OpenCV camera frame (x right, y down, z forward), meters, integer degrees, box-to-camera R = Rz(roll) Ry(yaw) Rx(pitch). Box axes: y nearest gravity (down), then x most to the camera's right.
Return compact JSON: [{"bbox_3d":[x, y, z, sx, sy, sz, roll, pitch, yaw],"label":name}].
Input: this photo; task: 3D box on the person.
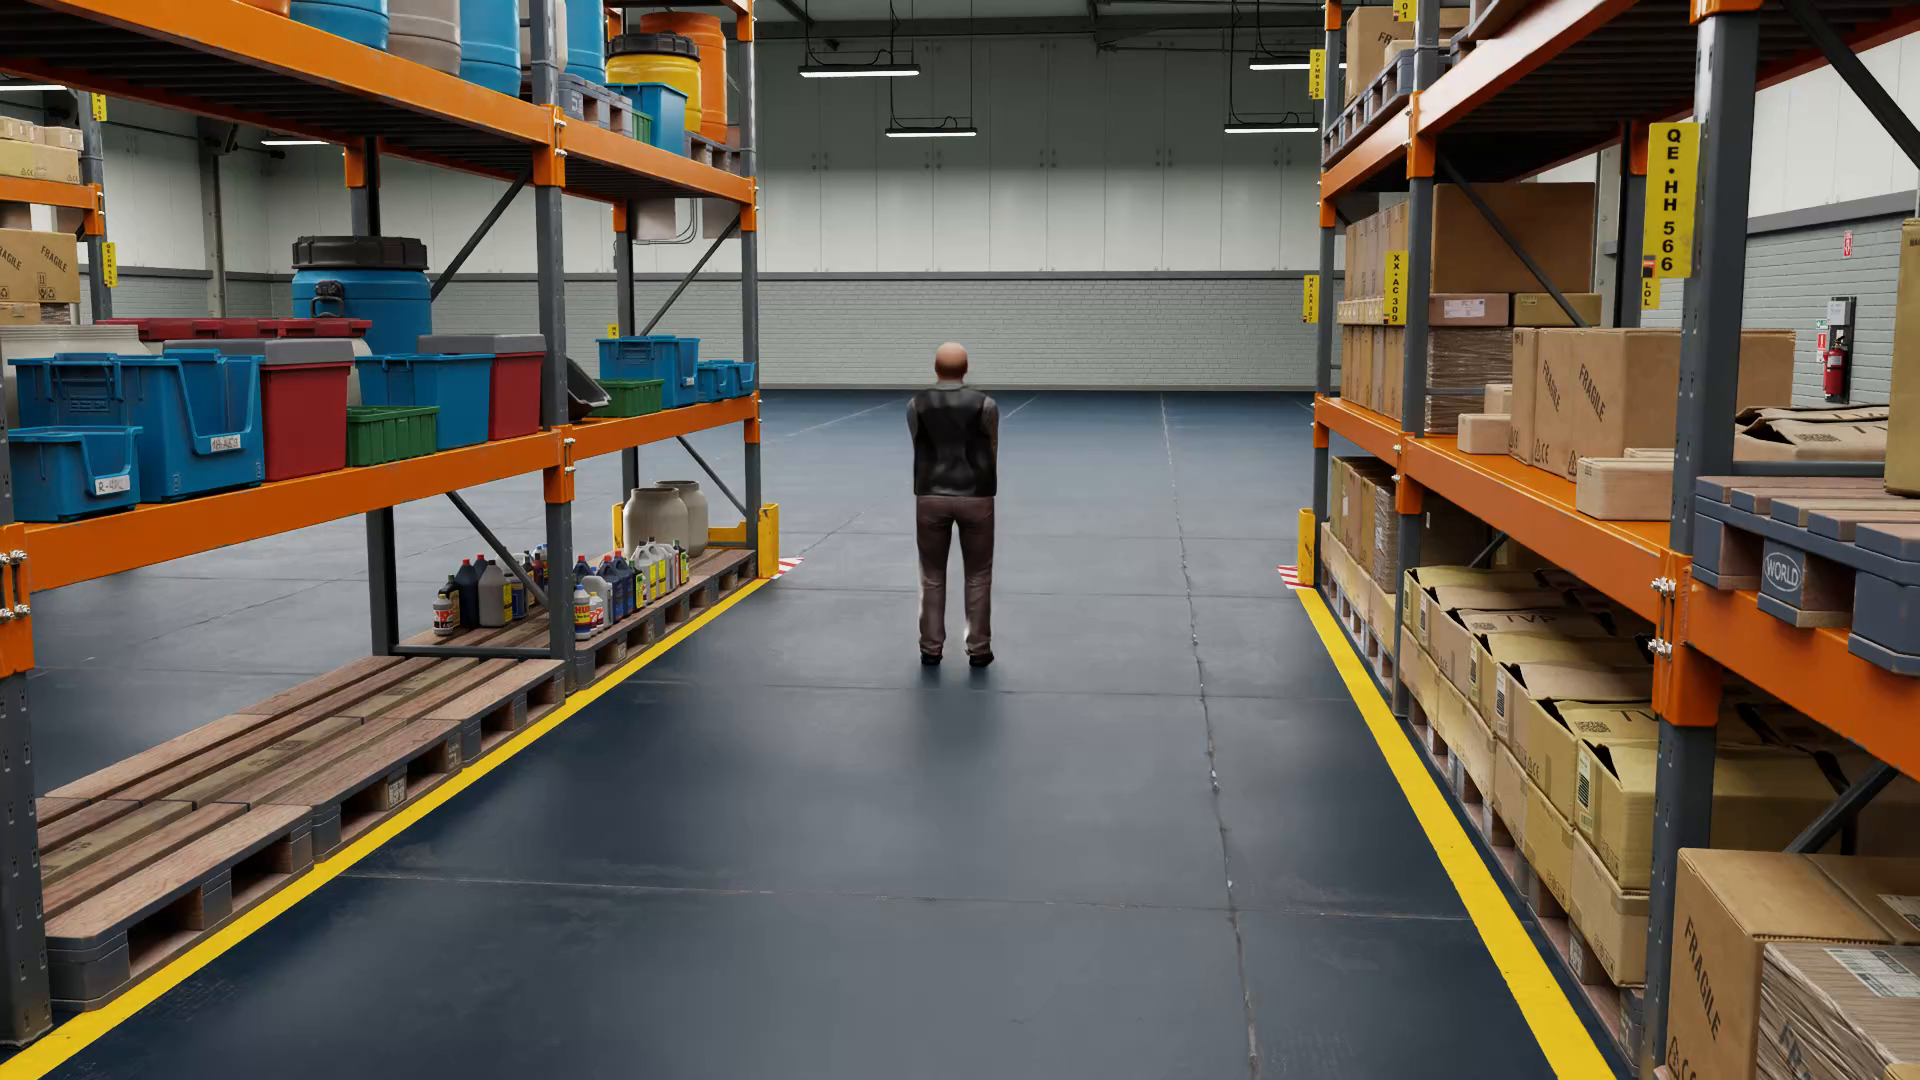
[{"bbox_3d":[-0.032,-0.204,8.947,0.495,1.720,0.558,1,8,6],"label":"person"}]
